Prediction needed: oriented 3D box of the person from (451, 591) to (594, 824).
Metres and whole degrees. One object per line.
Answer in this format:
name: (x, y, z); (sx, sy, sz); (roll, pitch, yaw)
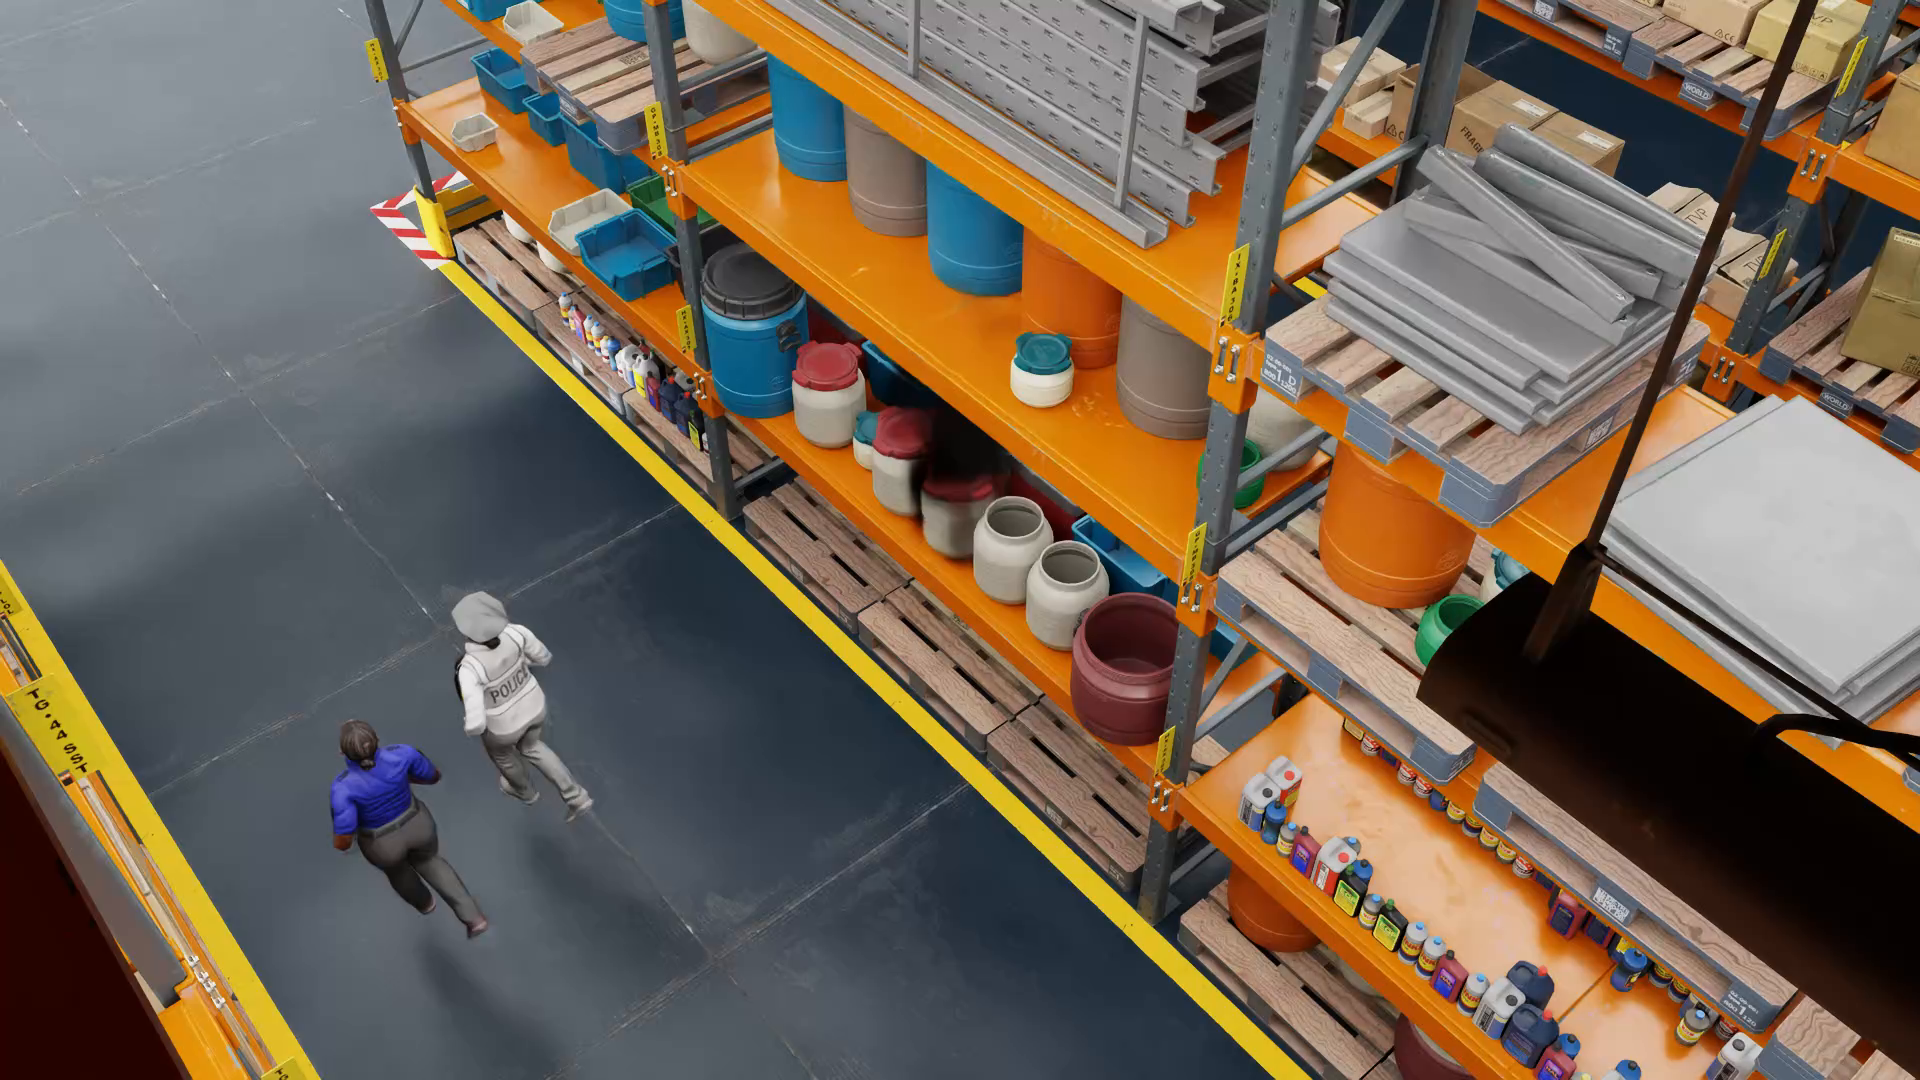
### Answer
person: (-2.298, 0.917, 8.576); (0.688, 1.681, 0.603); (29, 53, 24)

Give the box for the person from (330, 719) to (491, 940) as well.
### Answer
person: (-2.734, 1.448, 8.099); (0.586, 1.660, 0.708); (-35, 55, -28)
